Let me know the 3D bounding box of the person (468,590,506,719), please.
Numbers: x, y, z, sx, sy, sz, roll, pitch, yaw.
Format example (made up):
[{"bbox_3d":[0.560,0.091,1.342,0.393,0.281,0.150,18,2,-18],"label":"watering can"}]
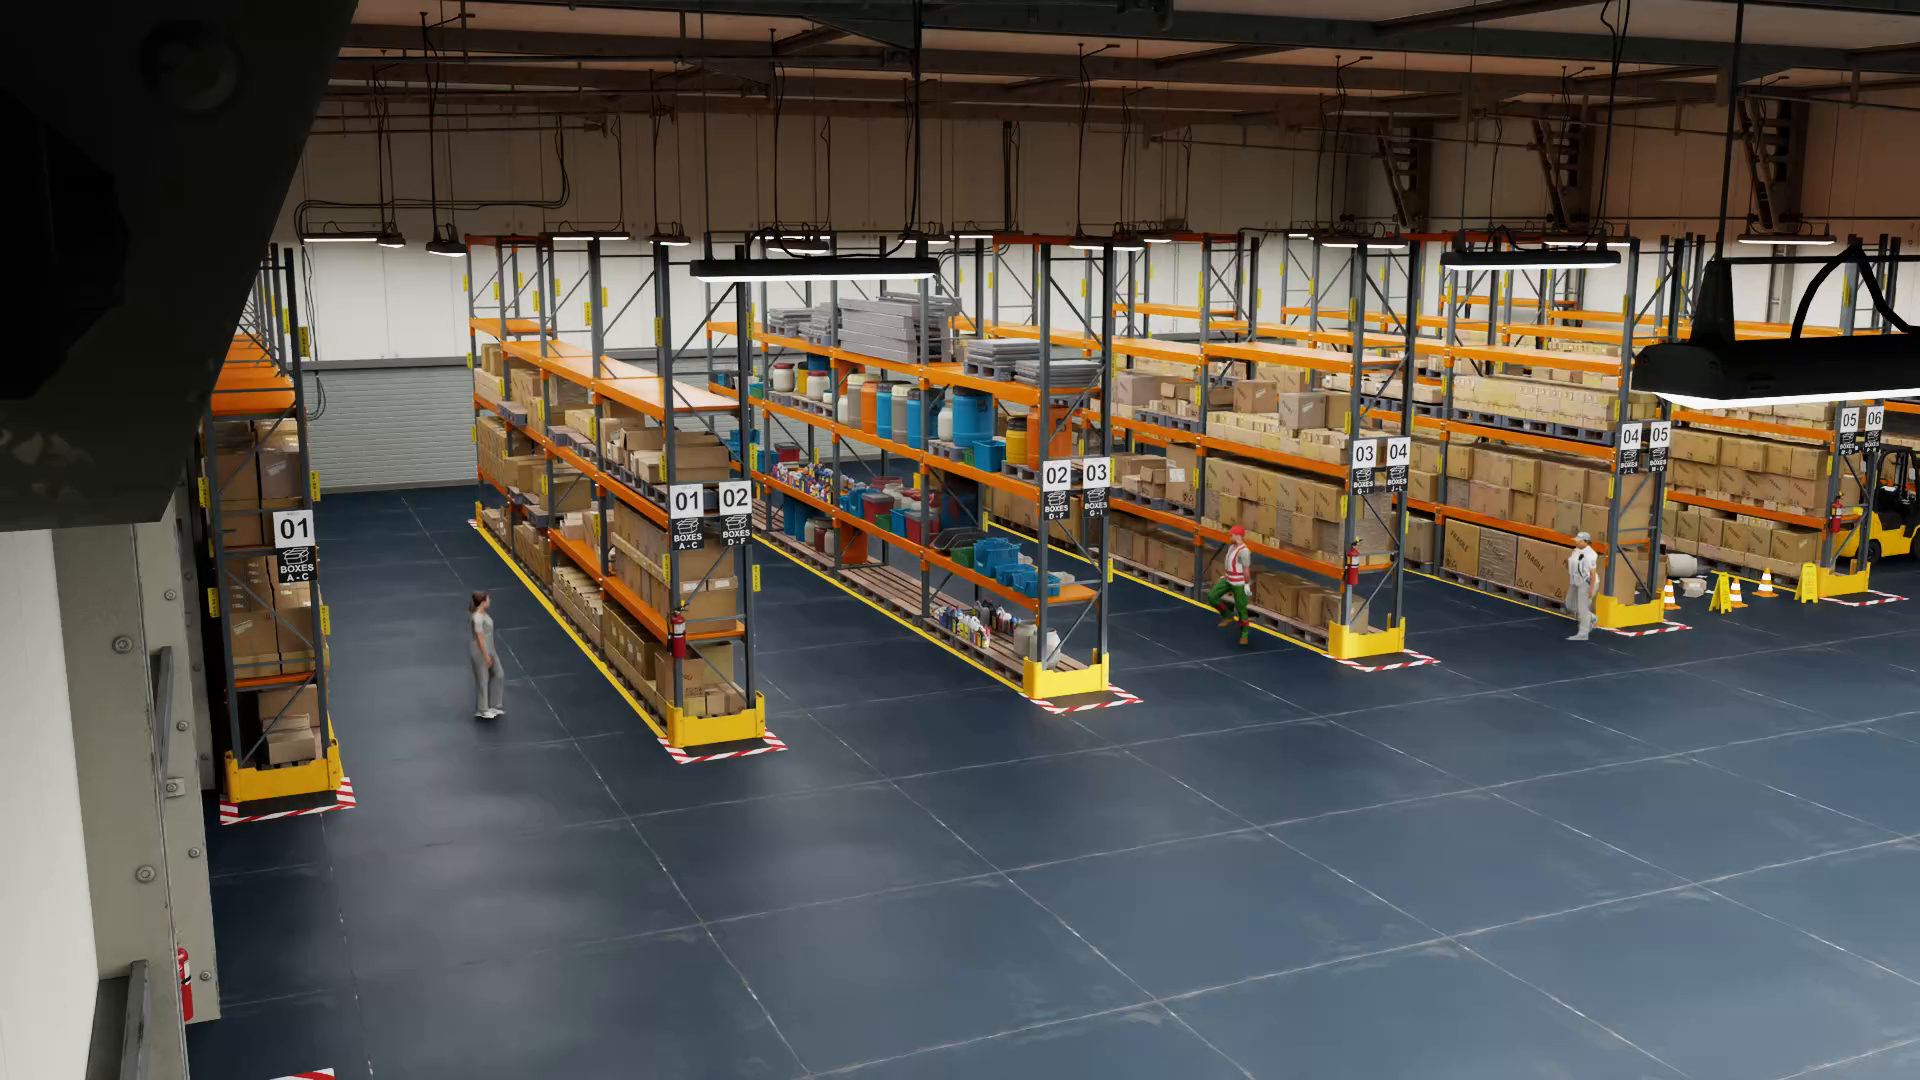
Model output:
[{"bbox_3d":[-6.079,1.485,21.276,0.393,1.730,0.456,3,11,15],"label":"person"}]

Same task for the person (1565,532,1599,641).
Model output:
[{"bbox_3d":[9.518,0.684,25.267,0.573,1.657,0.528,-1,11,-6],"label":"person"}]

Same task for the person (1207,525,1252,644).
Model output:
[{"bbox_3d":[4.058,0.655,24.952,0.528,1.786,0.683,-5,12,-26],"label":"person"}]
